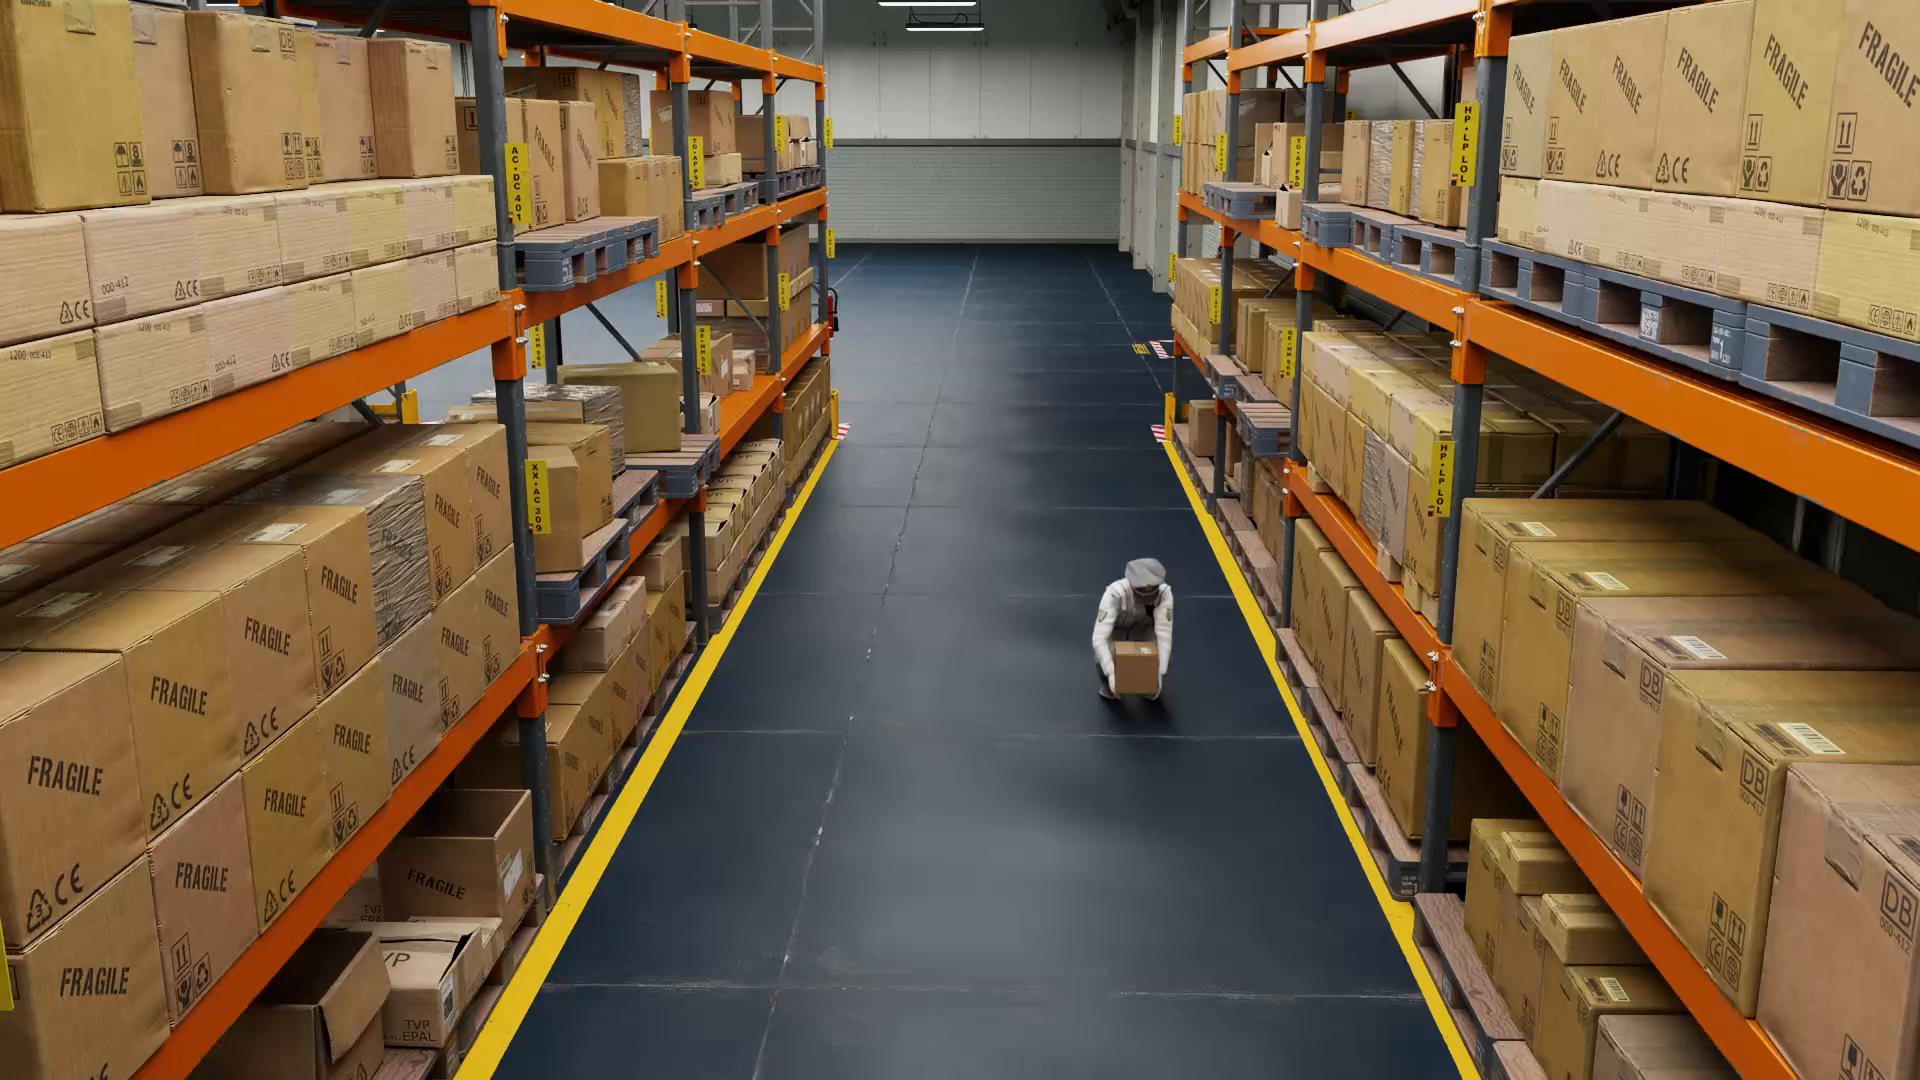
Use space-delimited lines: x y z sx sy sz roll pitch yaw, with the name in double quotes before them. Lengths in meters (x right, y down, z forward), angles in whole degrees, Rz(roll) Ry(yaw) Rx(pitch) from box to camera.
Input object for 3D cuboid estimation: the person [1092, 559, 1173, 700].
"person" 1.062 0.545 10.294 0.500 0.964 0.824 0 14 1
